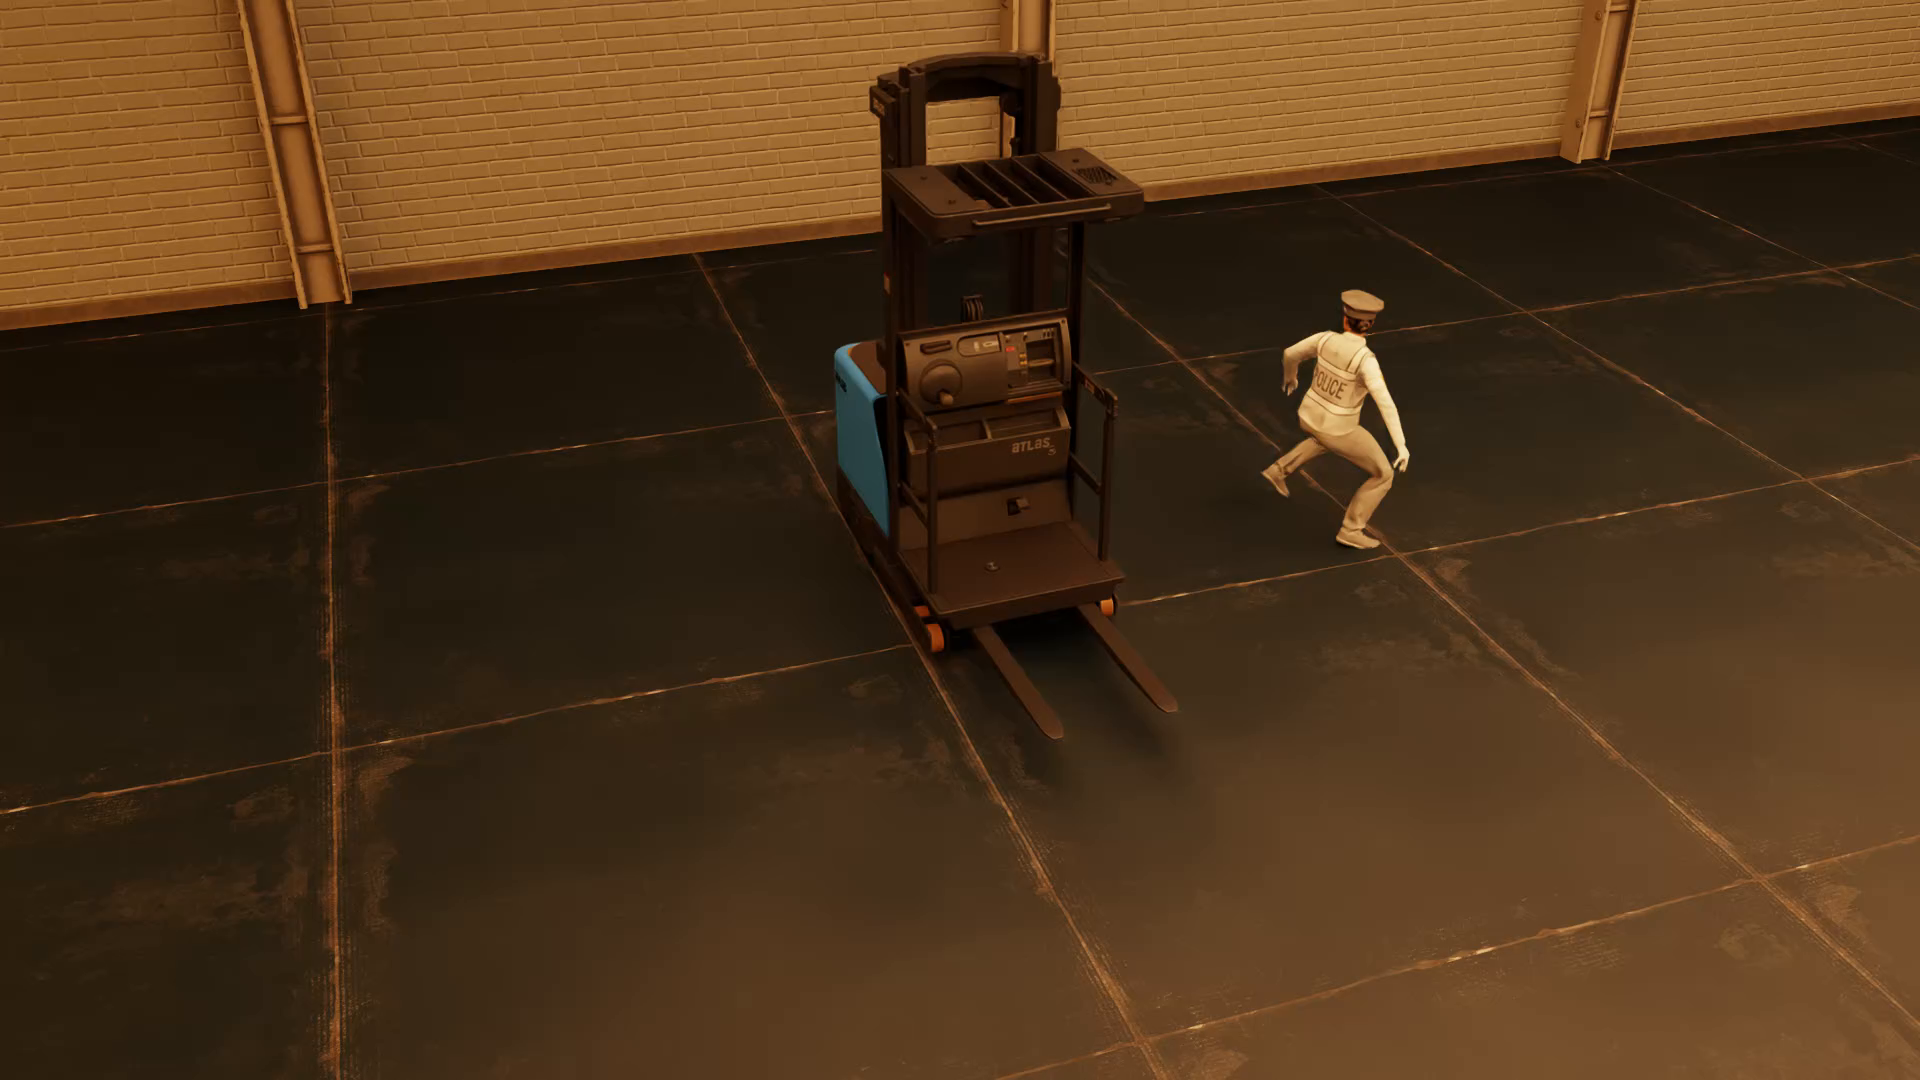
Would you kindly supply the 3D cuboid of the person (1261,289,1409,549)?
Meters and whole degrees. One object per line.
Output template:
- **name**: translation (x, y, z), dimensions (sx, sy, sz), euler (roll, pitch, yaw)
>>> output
- **person**: translation (2.249, -0.702, 9.763), dimensions (0.473, 1.553, 0.991), euler (-15, 33, -24)

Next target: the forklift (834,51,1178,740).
- **forklift**: translation (0.226, -0.892, 8.638), dimensions (1.130, 2.935, 3.031), euler (-11, 32, -18)
